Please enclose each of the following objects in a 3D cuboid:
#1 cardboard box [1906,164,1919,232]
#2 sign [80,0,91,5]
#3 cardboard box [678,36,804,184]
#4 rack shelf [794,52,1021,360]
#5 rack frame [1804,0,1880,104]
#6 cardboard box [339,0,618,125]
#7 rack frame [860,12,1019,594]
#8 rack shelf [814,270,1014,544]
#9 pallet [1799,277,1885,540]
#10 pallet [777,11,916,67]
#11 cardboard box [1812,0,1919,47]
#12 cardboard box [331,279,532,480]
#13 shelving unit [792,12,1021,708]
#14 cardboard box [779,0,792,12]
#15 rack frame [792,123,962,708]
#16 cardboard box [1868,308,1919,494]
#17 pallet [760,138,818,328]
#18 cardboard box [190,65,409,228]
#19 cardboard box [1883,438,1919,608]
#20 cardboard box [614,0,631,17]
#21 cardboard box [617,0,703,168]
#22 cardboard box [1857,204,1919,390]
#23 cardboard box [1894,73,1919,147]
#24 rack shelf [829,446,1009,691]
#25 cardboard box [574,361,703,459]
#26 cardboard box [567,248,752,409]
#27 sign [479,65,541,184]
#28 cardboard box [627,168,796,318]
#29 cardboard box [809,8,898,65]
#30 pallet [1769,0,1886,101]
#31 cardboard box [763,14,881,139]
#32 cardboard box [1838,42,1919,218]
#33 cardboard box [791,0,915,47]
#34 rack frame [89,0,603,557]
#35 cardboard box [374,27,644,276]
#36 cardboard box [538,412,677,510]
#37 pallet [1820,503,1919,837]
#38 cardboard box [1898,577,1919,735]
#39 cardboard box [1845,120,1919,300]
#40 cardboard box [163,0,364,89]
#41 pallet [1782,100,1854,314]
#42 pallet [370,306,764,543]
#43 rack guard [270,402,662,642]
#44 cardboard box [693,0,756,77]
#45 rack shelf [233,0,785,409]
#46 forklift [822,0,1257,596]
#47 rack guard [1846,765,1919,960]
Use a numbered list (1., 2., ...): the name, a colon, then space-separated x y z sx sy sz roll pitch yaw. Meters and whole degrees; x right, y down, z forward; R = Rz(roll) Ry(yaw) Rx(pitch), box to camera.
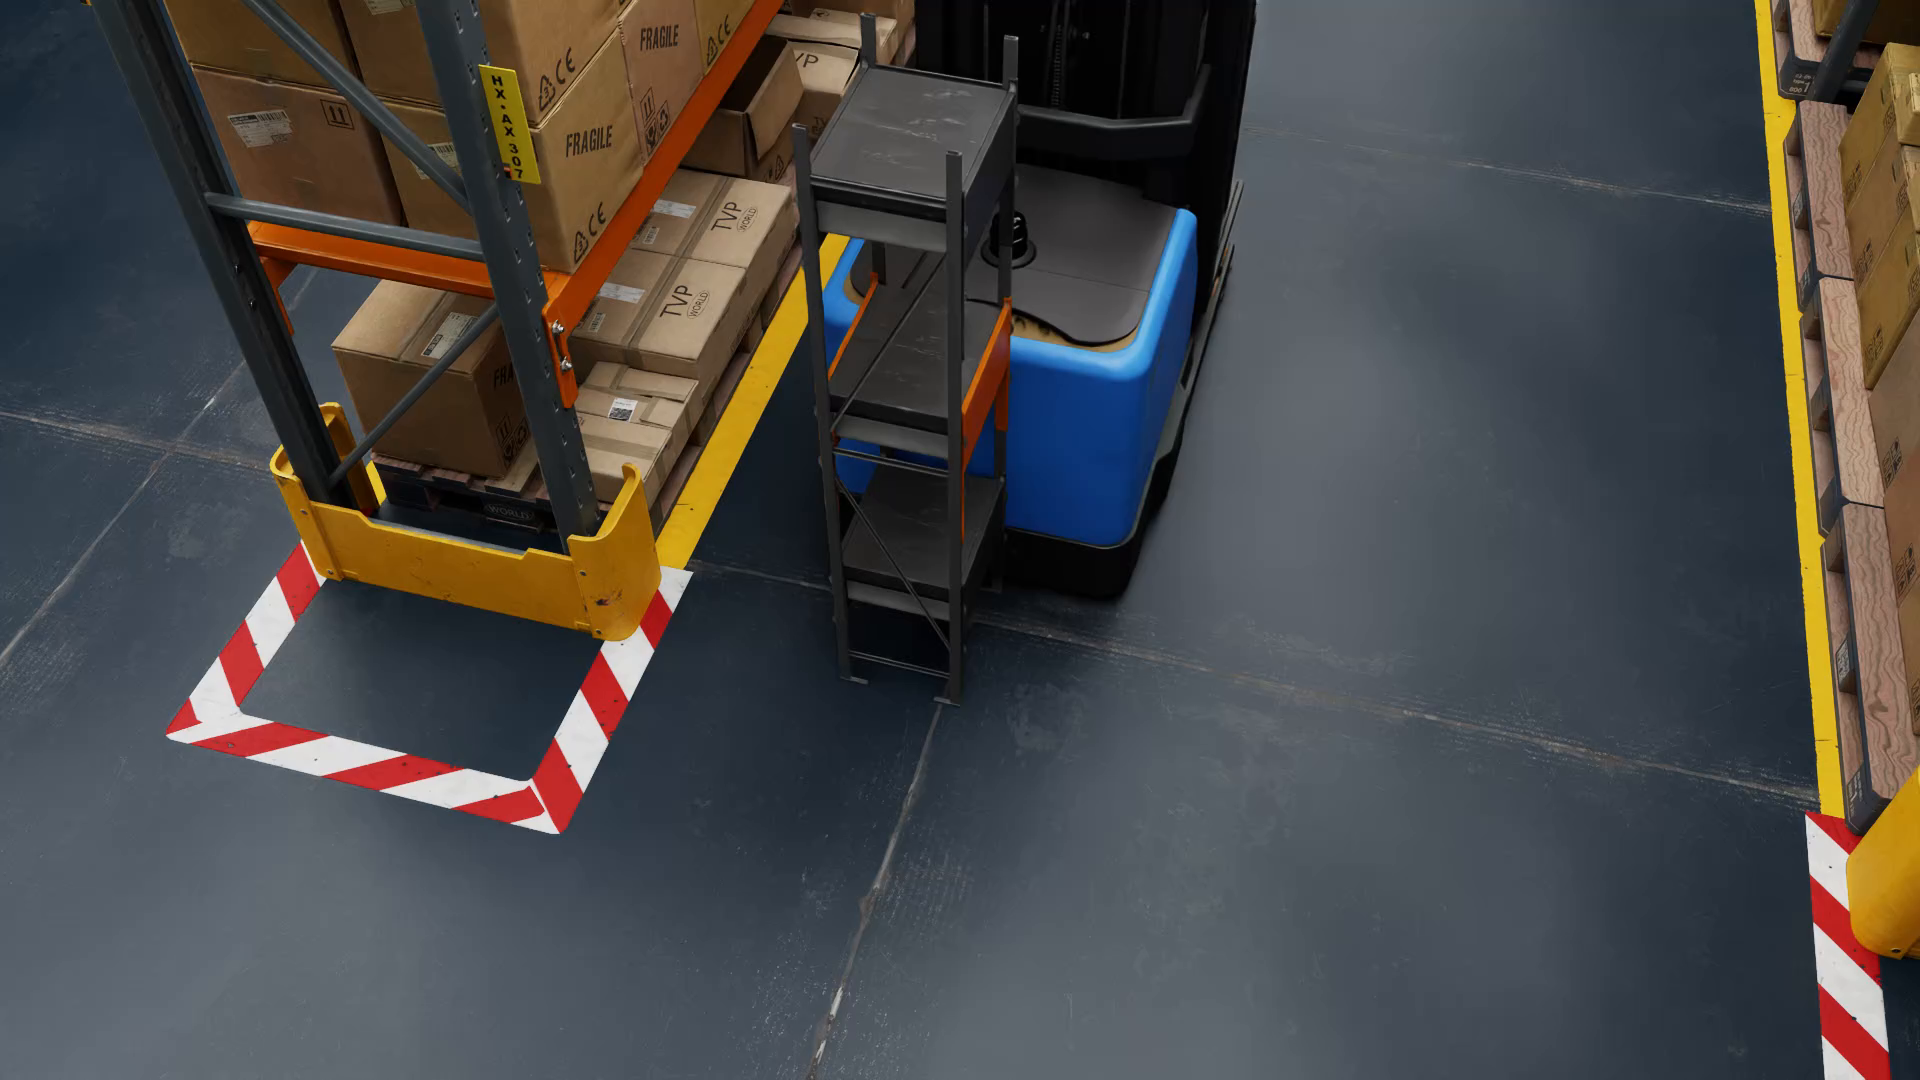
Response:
1. cardboard box: 3.508 -1.167 5.734 0.380 0.149 0.250 10 49 9
2. sign: -2.155 -1.444 4.041 0.100 0.325 0.005 12 50 10
3. cardboard box: -1.062 -1.685 6.608 0.797 0.503 0.637 12 50 10
4. rack shelf: -0.120 -0.838 4.173 0.431 0.518 0.480 12 50 11
5. rack frame: 4.208 -2.751 6.177 1.000 3.000 0.127 12 50 10
6. cardboard box: -1.254 -1.465 4.309 0.500 0.500 0.500 13 50 11
7. rack frame: -0.052 -0.559 4.843 0.400 2.100 0.015 12 50 11
8. rack shelf: -0.120 -0.374 4.698 0.431 0.518 0.480 12 50 11
9. pallet: 3.613 -0.408 5.970 1.003 0.211 1.213 12 50 10
10. pallet: -0.754 -2.306 7.645 1.003 0.211 1.213 12 50 10
11. cardboard box: 4.253 -2.674 7.263 0.750 0.750 0.750 12 50 10
12. cardboard box: -1.720 -0.593 5.646 0.500 0.500 0.500 12 50 10
13. shelving unit: -0.120 -0.384 4.688 0.431 2.100 0.503 12 50 11
14. cardboard box: -0.892 -2.721 7.650 0.500 0.311 0.500 12 50 10
15. rack frame: -0.189 -0.208 4.533 0.400 2.100 0.015 12 50 11
16. cardboard box: 3.506 -0.421 5.508 0.700 0.500 0.500 10 49 9
17. pallet: -1.073 -1.421 6.864 1.003 0.211 1.213 12 50 10
18. cardboard box: -1.770 -1.243 4.780 0.500 0.500 0.500 13 50 11
19. cardboard box: 3.374 -0.057 5.187 0.700 0.500 0.500 11 50 10
20. cardboard box: -1.124 -1.845 4.644 0.500 0.500 0.500 12 50 10
21. cardboard box: -1.123 -1.509 5.014 0.500 0.500 0.500 11 50 10
22. cardboard box: 3.639 -0.808 5.850 0.700 0.500 0.500 13 50 11
23. cardboard box: 3.646 -1.545 6.067 0.380 0.149 0.250 13 50 11
24. rack shelf: -0.120 0.089 5.223 0.431 0.518 0.480 12 50 11
25. cardboard box: -1.118 -0.456 5.748 0.380 0.166 0.250 12 50 10
26. cardboard box: -1.077 -0.767 5.967 0.500 0.250 0.500 12 50 10
27. sign: -1.102 -1.012 4.065 0.100 0.325 0.005 12 50 10
28. cardboard box: -0.945 -1.129 6.286 0.500 0.250 0.500 12 50 10
29. cardboard box: -0.490 -2.177 7.279 0.380 0.149 0.250 12 50 10
30. pallet: 4.338 -2.401 7.728 1.003 0.211 1.213 12 50 10
31. cardboard box: -0.646 -1.971 6.989 0.500 0.311 0.500 12 50 10
32. cardboard box: 3.912 -1.542 6.497 0.700 0.500 0.500 12 50 11
33. cardboard box: -0.449 -2.576 7.397 0.500 0.500 0.500 12 50 10
34. rack frame: -1.625 -0.832 4.484 1.000 3.000 0.127 12 50 10
35. cardboard box: -1.254 -1.134 4.684 0.500 0.500 0.500 13 50 11
36. cardboard box: -1.183 -0.270 5.595 0.380 0.149 0.250 12 50 10
37. pallet: 3.290 0.471 5.193 1.003 0.211 1.213 12 50 10
38. cardboard box: 3.243 0.305 4.868 0.700 0.500 0.500 12 50 10
39. cardboard box: 3.776 -1.179 6.177 0.700 0.500 0.500 11 50 10
40. cardboard box: -1.773 -1.573 4.404 0.500 0.500 0.500 11 50 10
41. pallet: 3.932 -1.294 6.751 1.003 0.211 1.213 12 50 10
42. pallet: -1.396 -0.541 6.087 1.003 0.211 1.213 12 50 10
43. rack guard: -1.605 -0.060 5.470 1.175 0.500 0.348 12 50 10
44. cardboard box: -0.988 -1.871 5.334 0.500 0.500 0.500 11 50 10
45. rack shelf: -1.099 -2.041 6.031 1.077 0.370 4.000 12 50 10
46. forklift: 0.461 -1.917 5.487 1.130 2.935 3.031 12 50 11
47. rack guard: 3.148 0.987 4.546 1.175 0.500 0.348 12 50 10
